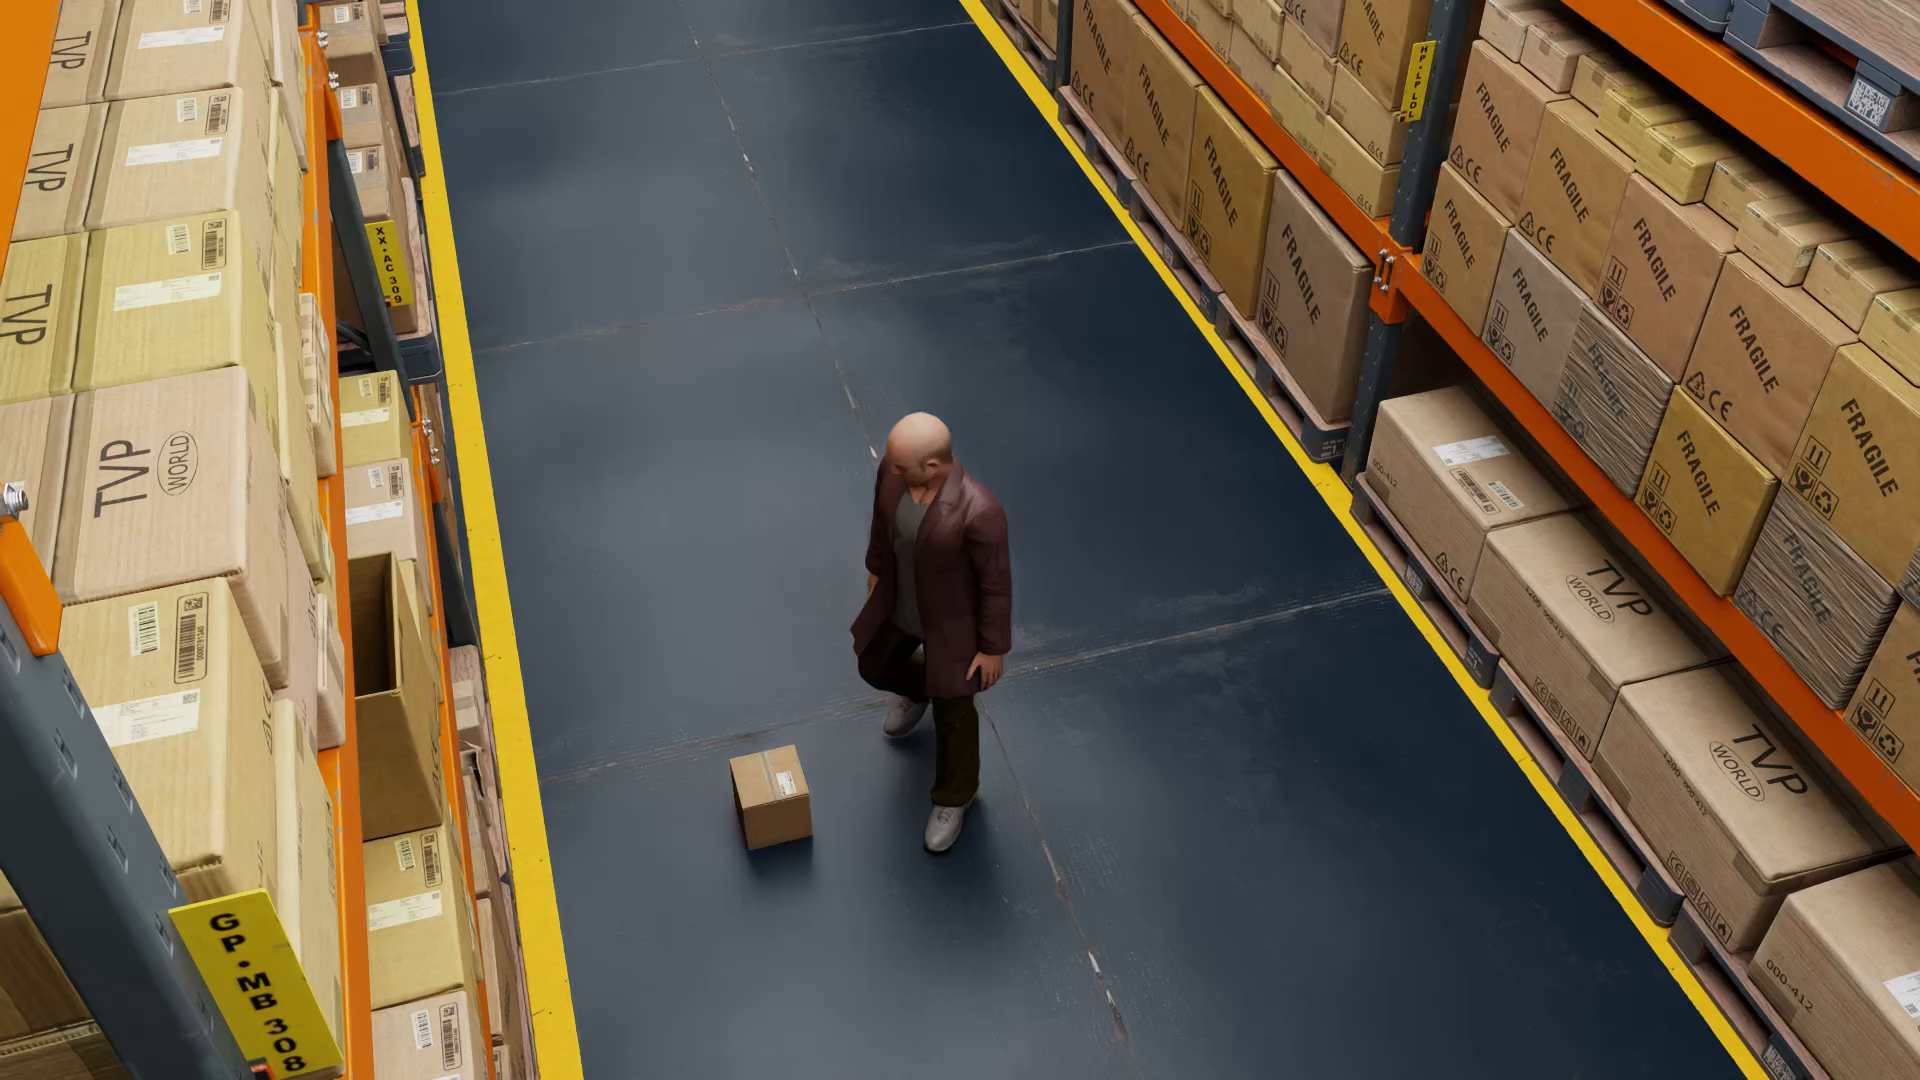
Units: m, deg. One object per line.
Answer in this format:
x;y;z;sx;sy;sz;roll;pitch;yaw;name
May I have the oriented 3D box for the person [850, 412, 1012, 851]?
-0.083;0.244;5.891;0.682;1.771;0.658;29;49;29;person
